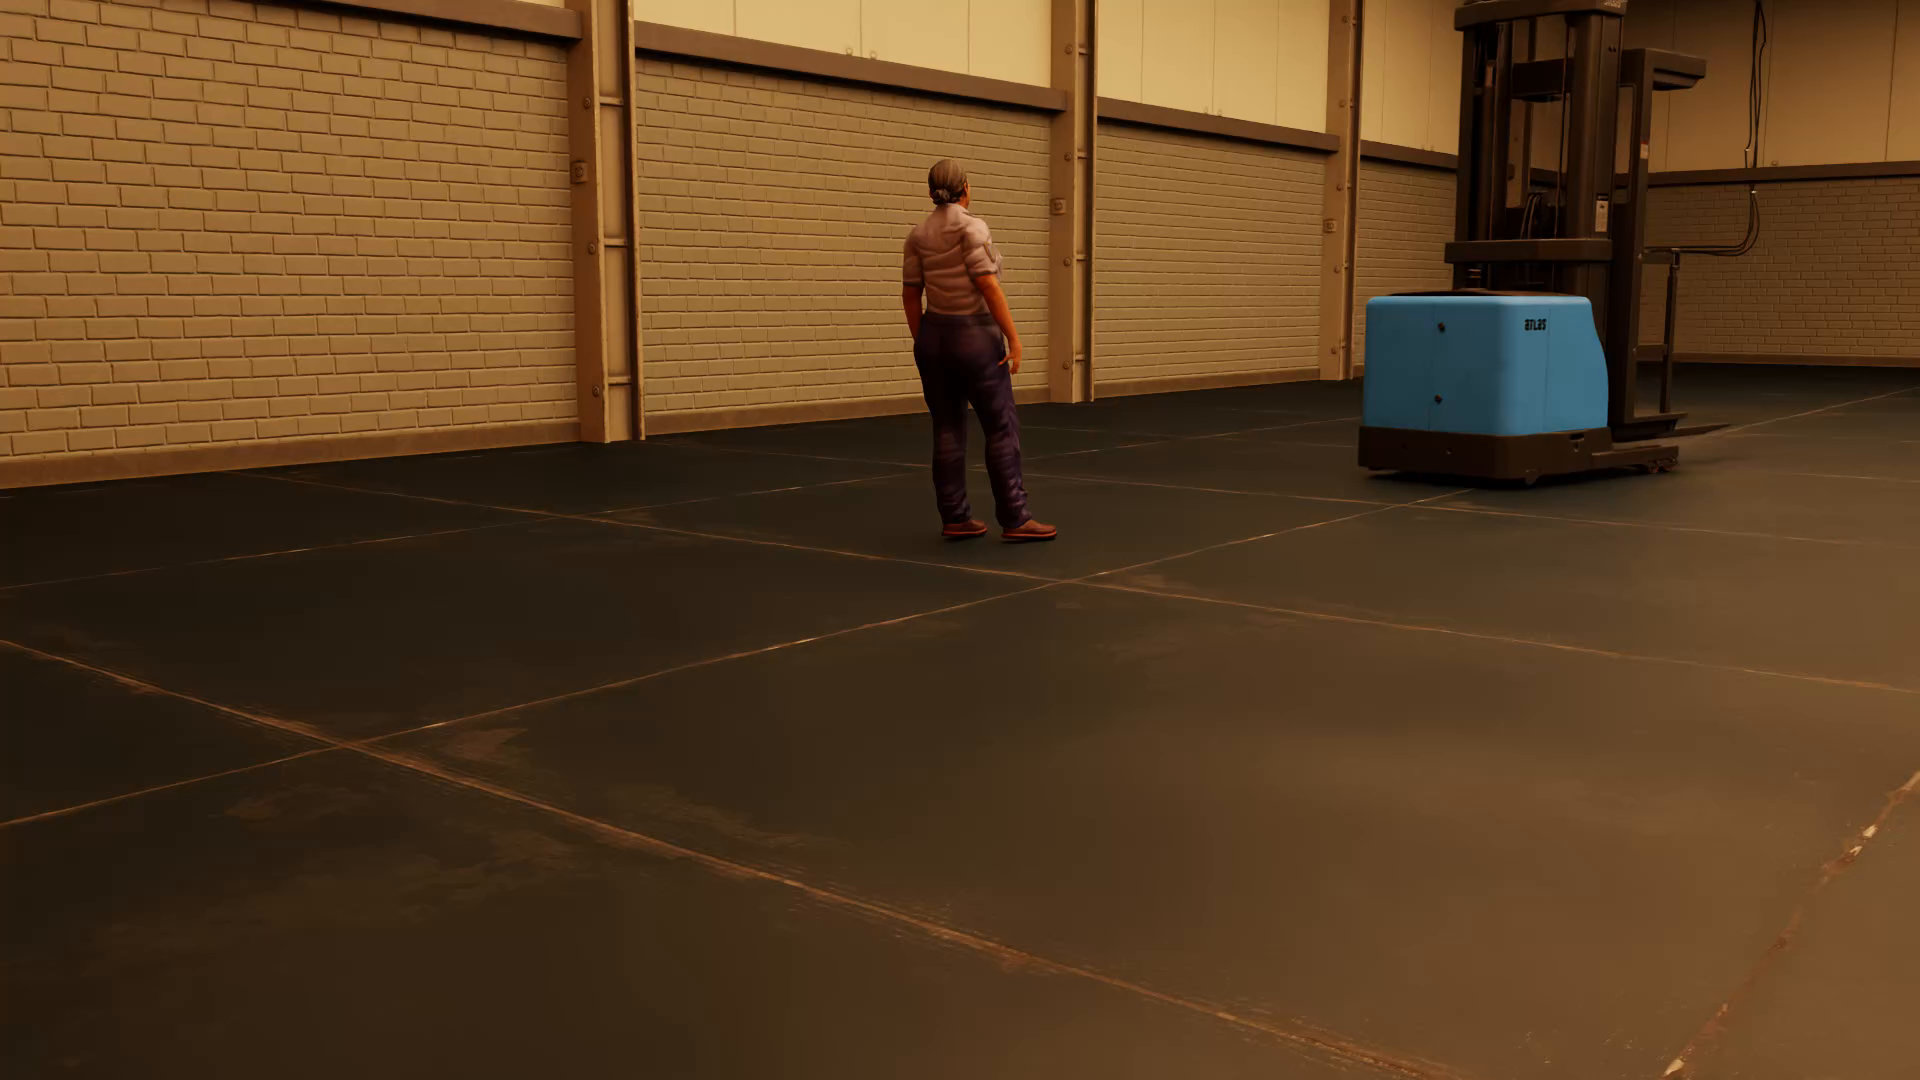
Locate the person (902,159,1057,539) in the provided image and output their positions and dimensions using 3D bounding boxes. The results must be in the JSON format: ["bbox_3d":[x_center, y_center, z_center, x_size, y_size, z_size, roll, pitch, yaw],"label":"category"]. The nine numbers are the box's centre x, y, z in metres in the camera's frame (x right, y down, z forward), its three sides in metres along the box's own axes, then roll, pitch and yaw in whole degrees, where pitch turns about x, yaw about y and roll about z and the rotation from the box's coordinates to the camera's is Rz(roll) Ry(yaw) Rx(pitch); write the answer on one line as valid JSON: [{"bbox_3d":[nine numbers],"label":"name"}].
[{"bbox_3d":[0.075,-0.830,7.340,0.598,1.651,0.502,7,11,38],"label":"person"}]

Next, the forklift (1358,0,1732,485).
[{"bbox_3d":[3.832,-1.908,10.319,3.031,2.935,1.130,-7,11,-40],"label":"forklift"}]
